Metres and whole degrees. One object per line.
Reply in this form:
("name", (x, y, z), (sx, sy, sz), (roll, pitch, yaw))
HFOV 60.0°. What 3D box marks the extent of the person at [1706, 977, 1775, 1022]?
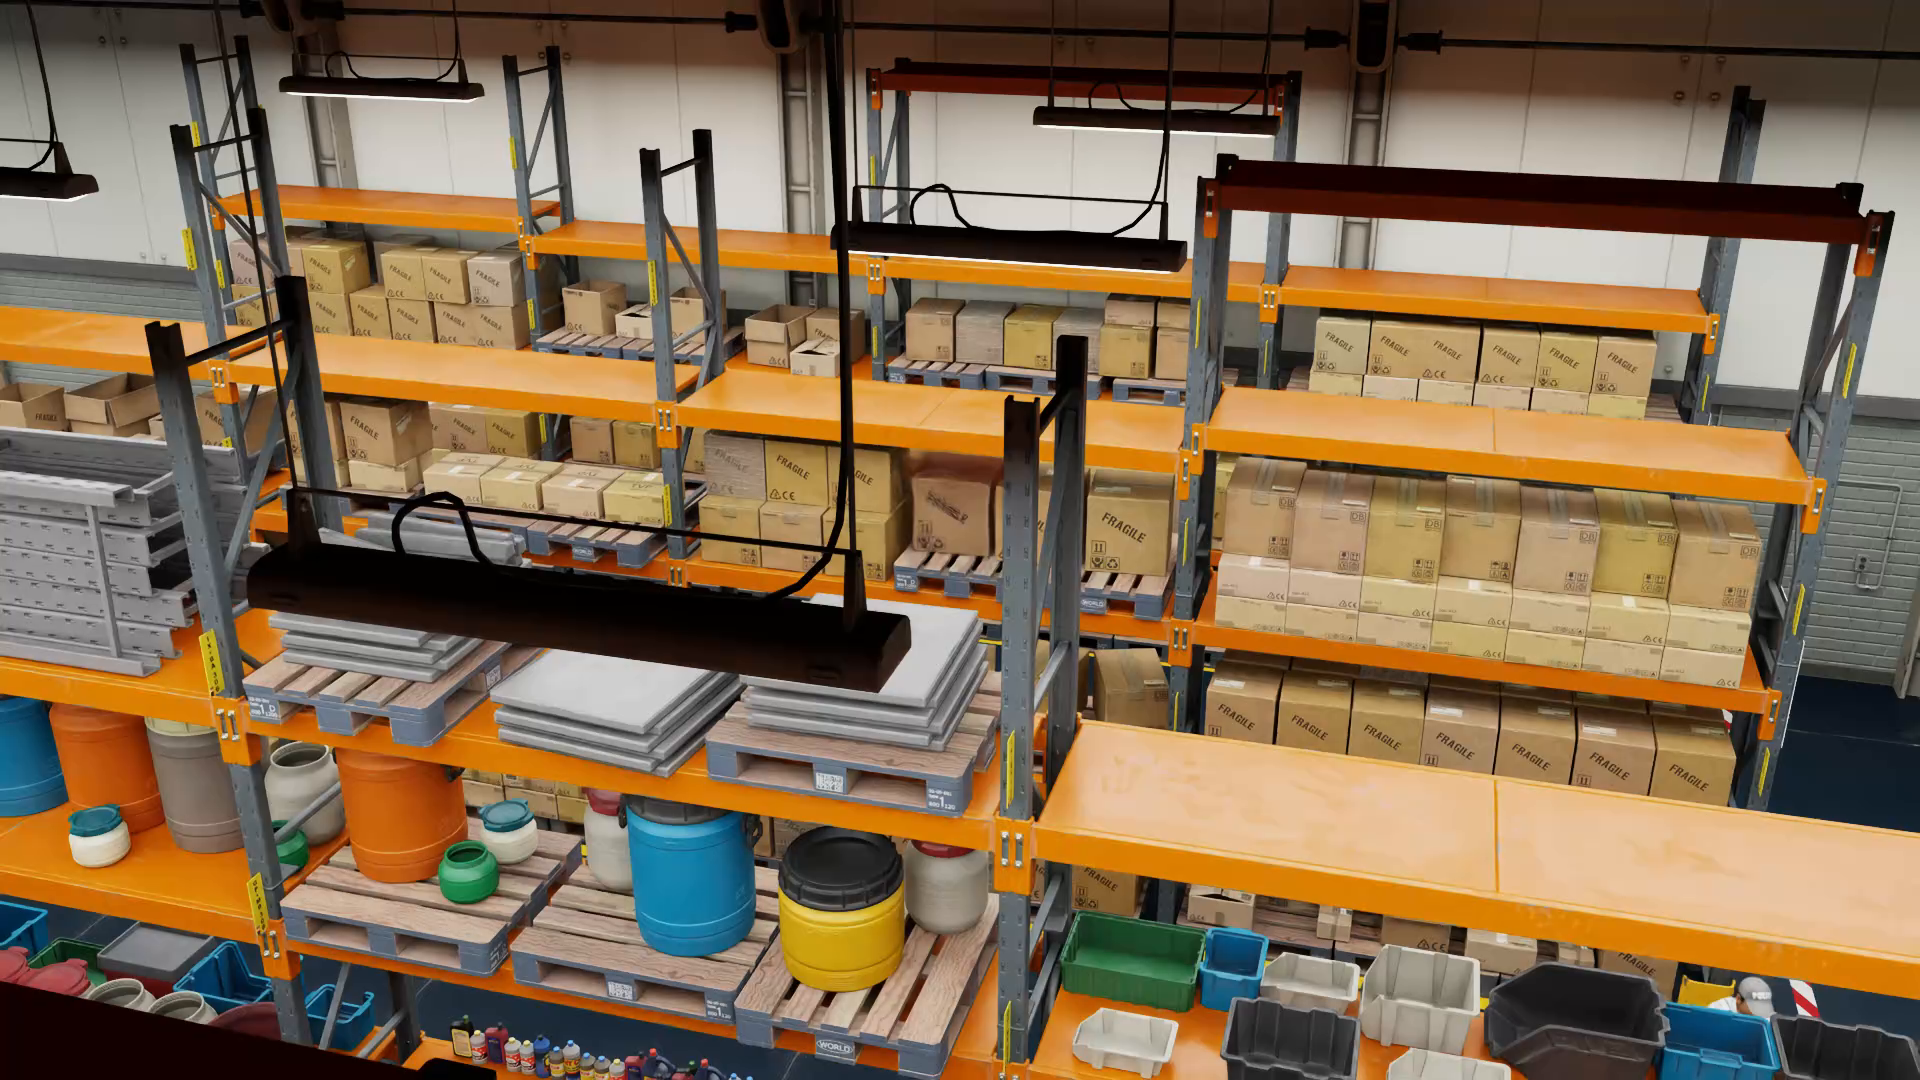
("person", (4.800, 3.433, 10.402), (0.542, 1.711, 0.447), (1, 23, 3))
